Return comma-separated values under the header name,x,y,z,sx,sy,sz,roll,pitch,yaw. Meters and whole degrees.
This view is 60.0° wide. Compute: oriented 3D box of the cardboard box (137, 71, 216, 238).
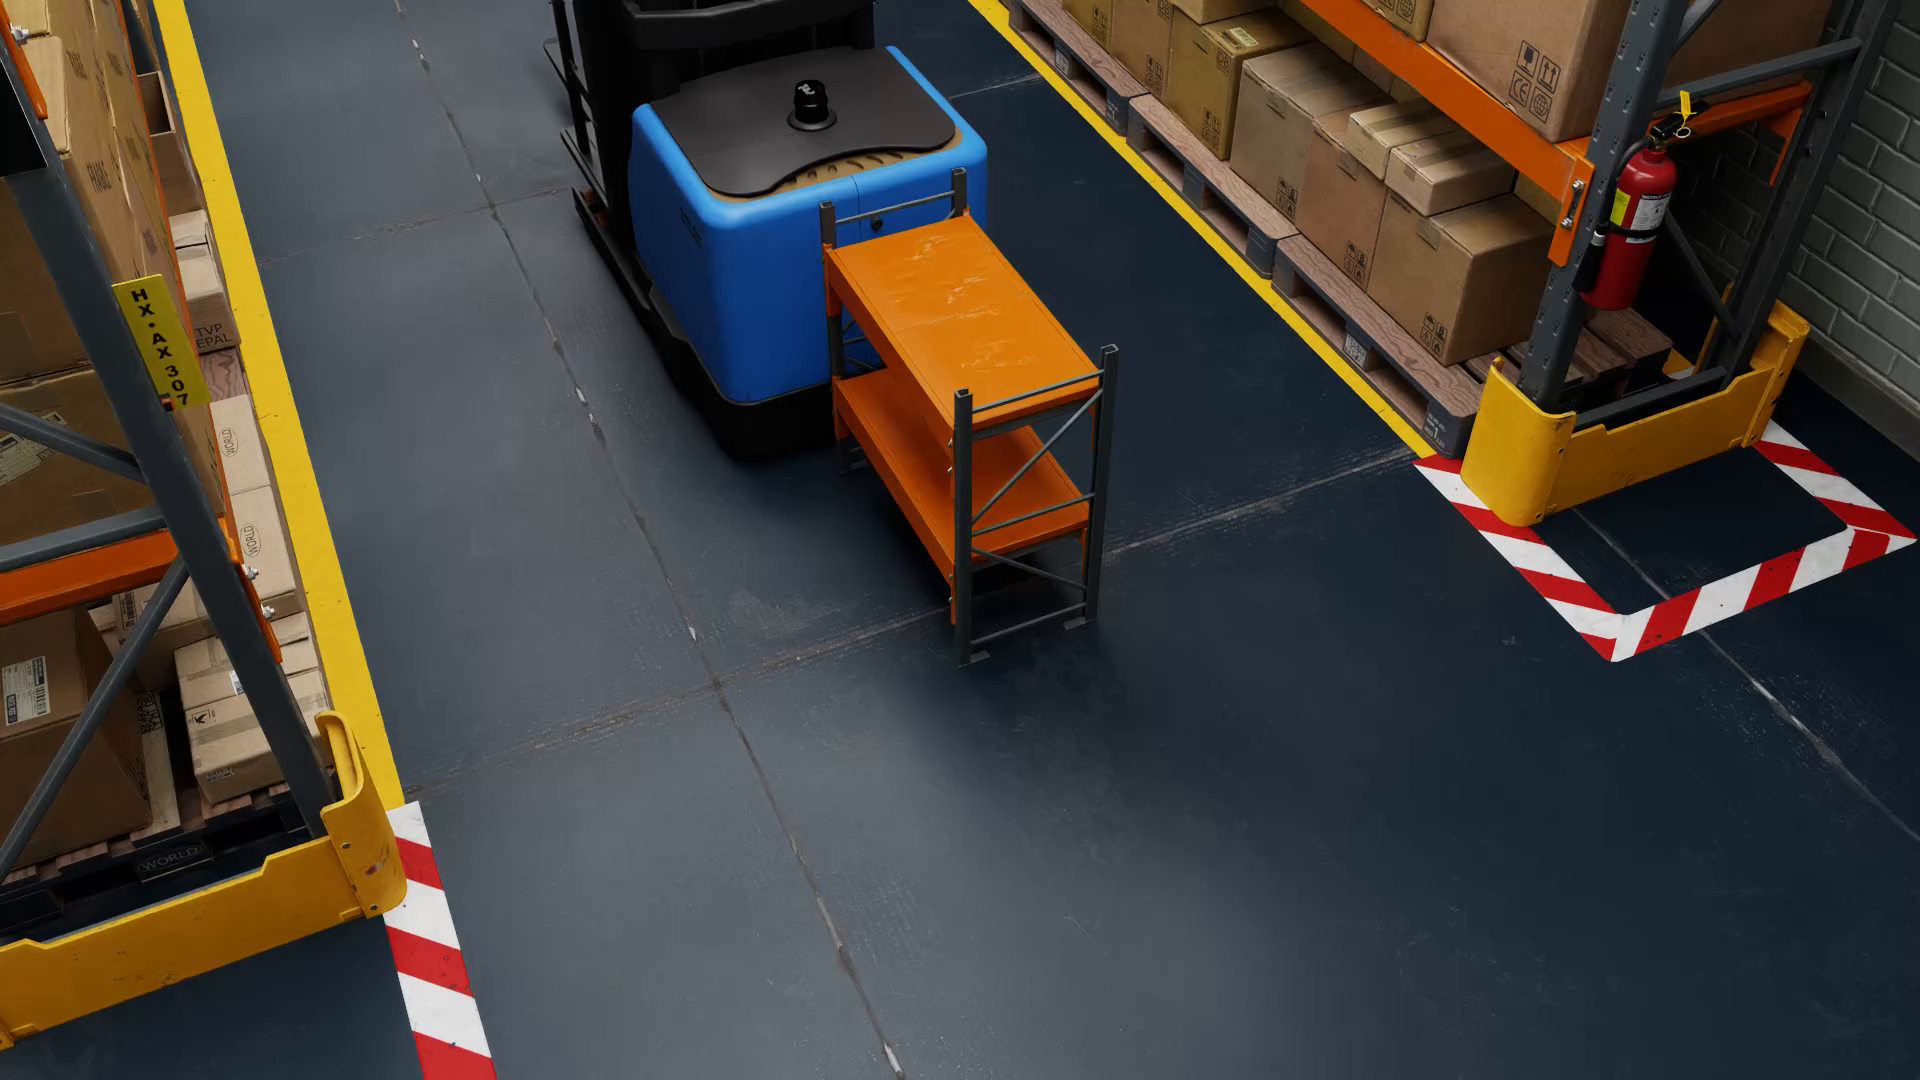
name,x,y,z,sx,sy,sz,roll,pitch,yaw
cardboard box,-3.308,-1.465,6.566,0.500,0.500,0.500,-18,47,-17

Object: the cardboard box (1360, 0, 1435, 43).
name,x,y,z,sx,sy,sz,roll,pitch,yaw
cardboard box,1.830,-2.283,5.715,0.980,0.700,0.700,-18,48,-18

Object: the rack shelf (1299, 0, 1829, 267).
name,x,y,z,sx,sy,sz,roll,pitch,yaw
rack shelf,1.529,-2.412,6.571,1.077,0.370,4.000,-18,47,-17

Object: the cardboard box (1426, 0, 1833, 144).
name,x,y,z,sx,sy,sz,roll,pitch,yaw
cardboard box,2.146,-1.823,5.248,0.980,0.700,0.700,-16,47,-16

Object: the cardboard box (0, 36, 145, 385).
name,x,y,z,sx,sy,sz,roll,pitch,yaw
cardboard box,-2.071,-0.681,3.521,0.500,0.500,0.500,-17,47,-16

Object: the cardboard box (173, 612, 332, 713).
name,x,y,z,sx,sy,sz,roll,pitch,yaw
cardboard box,-2.093,0.396,4.917,0.380,0.166,0.250,-18,47,-17

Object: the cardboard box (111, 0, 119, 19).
name,x,y,z,sx,sy,sz,roll,pitch,yaw
cardboard box,-3.144,-1.942,5.512,0.500,0.500,0.500,-17,47,-16

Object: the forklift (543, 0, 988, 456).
name,x,y,z,sx,sy,sz,roll,pitch,yaw
forklift,-0.990,-2.383,6.078,1.130,2.935,3.031,-19,48,-18

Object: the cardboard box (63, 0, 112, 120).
name,x,y,z,sx,sy,sz,roll,pitch,yaw
cardboard box,-2.503,-1.332,4.181,0.500,0.500,0.500,-17,47,-17

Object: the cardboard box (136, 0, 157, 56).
name,x,y,z,sx,sy,sz,roll,pitch,yaw
cardboard box,-4.022,-2.461,7.575,0.500,0.500,0.500,-17,47,-17

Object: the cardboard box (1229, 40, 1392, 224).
name,x,y,z,sx,sy,sz,roll,pitch,yaw
cardboard box,1.562,-1.709,6.827,0.700,0.500,0.500,-19,48,-19

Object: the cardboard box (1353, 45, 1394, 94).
name,x,y,z,sx,sy,sz,roll,pitch,yaw
cardboard box,1.792,-1.925,6.584,0.380,0.149,0.250,-17,47,-17

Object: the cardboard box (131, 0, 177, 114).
name,x,y,z,sx,sy,sz,roll,pitch,yaw
cardboard box,-3.788,-2.125,7.234,0.500,0.500,0.500,-20,48,-19

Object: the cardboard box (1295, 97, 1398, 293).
name,x,y,z,sx,sy,sz,roll,pitch,yaw
cardboard box,1.774,-1.389,6.503,0.700,0.500,0.500,-18,47,-18

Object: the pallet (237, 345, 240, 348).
name,x,y,z,sx,sy,sz,roll,pitch,yaw
pallet,-3.517,-1.047,6.661,1.003,0.211,1.213,-18,47,-17

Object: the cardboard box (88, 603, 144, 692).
name,x,y,z,sx,sy,sz,roll,pitch,yaw
cardboard box,-2.664,0.365,4.949,0.380,0.166,0.250,-18,47,-17

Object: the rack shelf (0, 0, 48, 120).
name,x,y,z,sx,sy,sz,roll,pitch,yaw
rack shelf,-2.964,-2.015,4.033,1.077,0.370,4.000,-18,47,-17

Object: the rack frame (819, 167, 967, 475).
name,x,y,z,sx,sy,sz,roll,pitch,yaw
rack frame,-0.211,-0.720,5.679,0.500,1.125,0.032,-18,47,-17

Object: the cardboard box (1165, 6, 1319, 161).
name,x,y,z,sx,sy,sz,roll,pitch,yaw
cardboard box,1.331,-2.047,7.170,0.700,0.500,0.500,-17,47,-16

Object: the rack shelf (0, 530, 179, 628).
name,x,y,z,sx,sy,sz,roll,pitch,yaw
rack shelf,-2.964,-1.017,5.018,0.919,0.124,3.809,-18,47,-17

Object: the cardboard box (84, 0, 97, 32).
name,x,y,z,sx,sy,sz,roll,pitch,yaw
cardboard box,-2.718,-1.655,4.509,0.500,0.500,0.500,-18,48,-18

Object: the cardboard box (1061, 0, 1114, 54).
name,x,y,z,sx,sy,sz,roll,pitch,yaw
cardboard box,0.909,-2.696,7.827,0.700,0.500,0.500,-17,47,-17

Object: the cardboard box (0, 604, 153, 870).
name,x,y,z,sx,sy,sz,roll,pitch,yaw
cardboard box,-2.575,0.531,4.543,0.500,0.500,0.500,-18,47,-17

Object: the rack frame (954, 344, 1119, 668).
name,x,y,z,sx,sy,sz,roll,pitch,yaw
rack frame,0.217,-0.072,5.022,0.500,1.125,0.032,-18,47,-17

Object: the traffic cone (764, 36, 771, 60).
name,x,y,z,sx,sy,sz,roll,pitch,yaw
traffic cone,-0.753,-1.828,6.060,0.062,1.202,0.307,-18,47,-17

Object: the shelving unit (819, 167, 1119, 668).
name,x,y,z,sx,sy,sz,roll,pitch,yaw
shelving unit,0.003,-0.396,5.351,0.538,1.125,1.048,-18,47,-17

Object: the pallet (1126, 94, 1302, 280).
name,x,y,z,sx,sy,sz,roll,pitch,yaw
pallet,1.453,-1.664,7.286,1.003,0.211,1.213,-18,47,-17

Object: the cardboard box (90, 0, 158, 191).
name,x,y,z,sx,sy,sz,roll,pitch,yaw
cardboard box,-2.710,-1.292,4.852,0.500,0.500,0.500,-17,47,-17

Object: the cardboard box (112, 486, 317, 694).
name,x,y,z,sx,sy,sz,roll,pitch,yaw
cardboard box,-2.305,0.145,5.112,0.500,0.250,0.500,-18,47,-17

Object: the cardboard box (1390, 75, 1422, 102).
name,x,y,z,sx,sy,sz,roll,pitch,yaw
cardboard box,1.900,-1.763,6.420,0.380,0.149,0.250,-18,47,-17

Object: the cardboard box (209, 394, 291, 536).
name,x,y,z,sx,sy,sz,roll,pitch,yaw
cardboard box,-2.515,-0.174,5.435,0.500,0.250,0.500,-18,47,-17

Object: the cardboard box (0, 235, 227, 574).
name,x,y,z,sx,sy,sz,roll,pitch,yaw
cardboard box,-2.071,-0.325,3.872,0.500,0.500,0.500,-17,47,-17

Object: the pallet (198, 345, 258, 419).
name,x,y,z,sx,sy,sz,roll,pitch,yaw
pallet,-3.000,-0.269,5.872,1.003,0.211,1.213,-18,47,-17

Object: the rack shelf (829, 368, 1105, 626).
name,x,y,z,sx,sy,sz,roll,pitch,yaw
rack shelf,0.003,-0.222,5.522,0.538,0.278,1.000,-18,47,-17

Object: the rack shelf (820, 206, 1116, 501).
name,x,y,z,sx,sy,sz,roll,pitch,yaw
rack shelf,0.003,-0.604,5.145,0.538,0.278,1.000,-18,47,-17

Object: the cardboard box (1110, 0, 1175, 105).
name,x,y,z,sx,sy,sz,roll,pitch,yaw
cardboard box,1.117,-2.375,7.502,0.700,0.500,0.500,-18,48,-18

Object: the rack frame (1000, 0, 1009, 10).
name,x,y,z,sx,sy,sz,roll,pitch,yaw
rack frame,0.688,-3.943,7.610,1.000,3.000,0.127,-18,47,-17

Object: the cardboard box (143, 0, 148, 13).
name,x,y,z,sx,sy,sz,roll,pitch,yaw
cardboard box,-4.225,-2.782,7.900,0.500,0.500,0.500,-17,47,-17

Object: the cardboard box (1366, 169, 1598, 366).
name,x,y,z,sx,sy,sz,roll,pitch,yaw
cardboard box,1.985,-1.070,6.180,0.700,0.500,0.500,-18,47,-17

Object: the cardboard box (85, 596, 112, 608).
name,x,y,z,sx,sy,sz,roll,pitch,yaw
cardboard box,-2.948,0.005,5.253,0.500,0.250,0.500,-18,47,-17

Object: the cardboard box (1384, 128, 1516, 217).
name,x,y,z,sx,sy,sz,roll,pitch,yaw
cardboard box,1.765,-1.329,5.980,0.380,0.149,0.250,-19,48,-18

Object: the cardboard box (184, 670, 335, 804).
name,x,y,z,sx,sy,sz,roll,pitch,yaw
cardboard box,-1.988,0.561,4.762,0.380,0.149,0.250,-18,47,-17

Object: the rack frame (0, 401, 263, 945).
name,x,y,z,sx,sy,sz,roll,pitch,yaw
rack frame,-2.120,0.070,3.543,0.949,2.616,0.053,-18,47,-17
